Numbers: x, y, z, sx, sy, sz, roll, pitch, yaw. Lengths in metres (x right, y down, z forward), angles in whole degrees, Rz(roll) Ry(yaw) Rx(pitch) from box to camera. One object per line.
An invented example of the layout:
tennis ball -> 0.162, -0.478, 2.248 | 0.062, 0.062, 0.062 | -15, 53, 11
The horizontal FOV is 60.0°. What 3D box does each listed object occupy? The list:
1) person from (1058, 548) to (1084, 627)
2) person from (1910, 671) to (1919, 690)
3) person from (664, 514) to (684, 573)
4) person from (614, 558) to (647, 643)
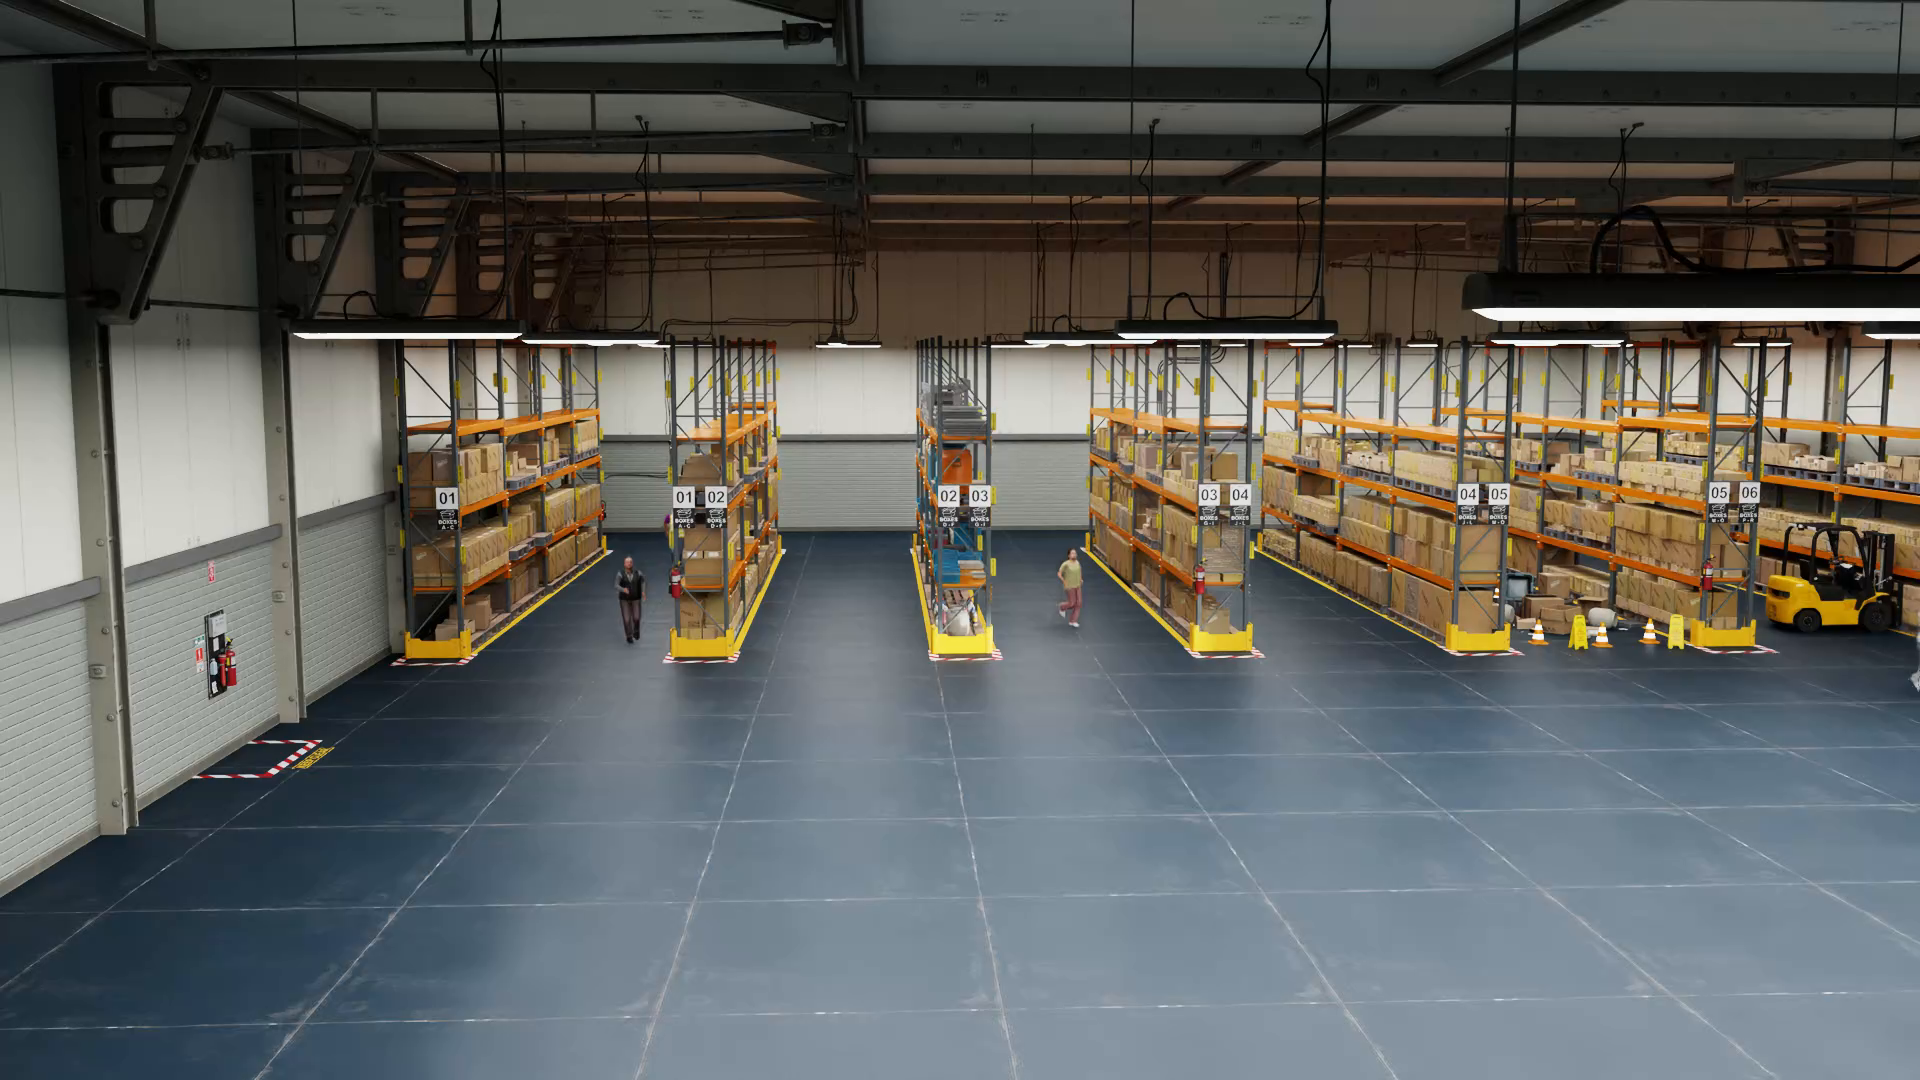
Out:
person -> 2.326, 0.976, 34.786 | 0.585, 1.629, 0.624 | -4, 7, -29
person -> 16.149, 1.761, 27.359 | 0.690, 1.818, 0.923 | -4, 8, -33
person -> -7.315, -0.037, 43.069 | 0.674, 1.832, 0.785 | -1, 7, -11
person -> -6.437, 1.188, 32.542 | 0.643, 1.680, 0.603 | -2, 7, -14
